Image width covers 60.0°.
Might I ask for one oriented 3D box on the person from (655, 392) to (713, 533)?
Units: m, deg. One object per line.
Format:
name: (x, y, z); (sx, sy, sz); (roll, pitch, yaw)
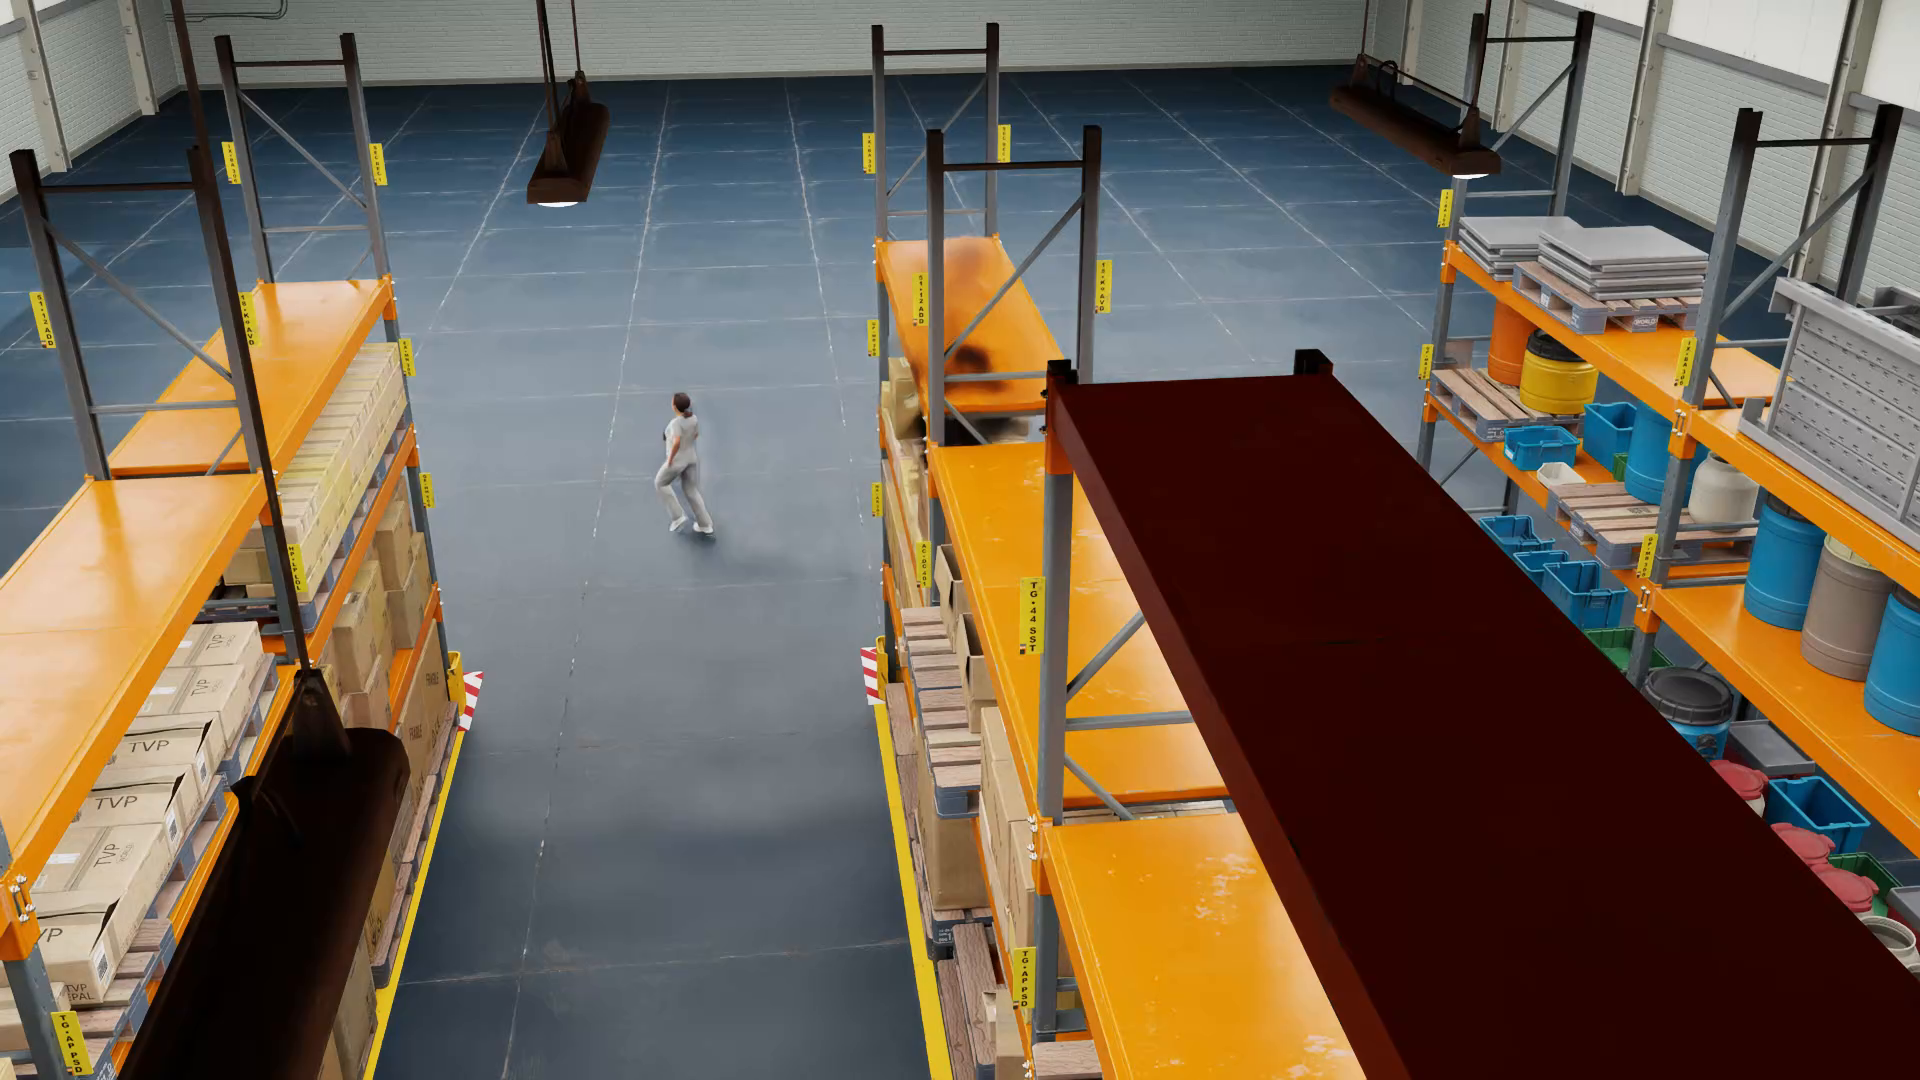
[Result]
person: (-3.058, -0.826, 18.336); (0.692, 1.684, 0.569); (18, 31, 33)
